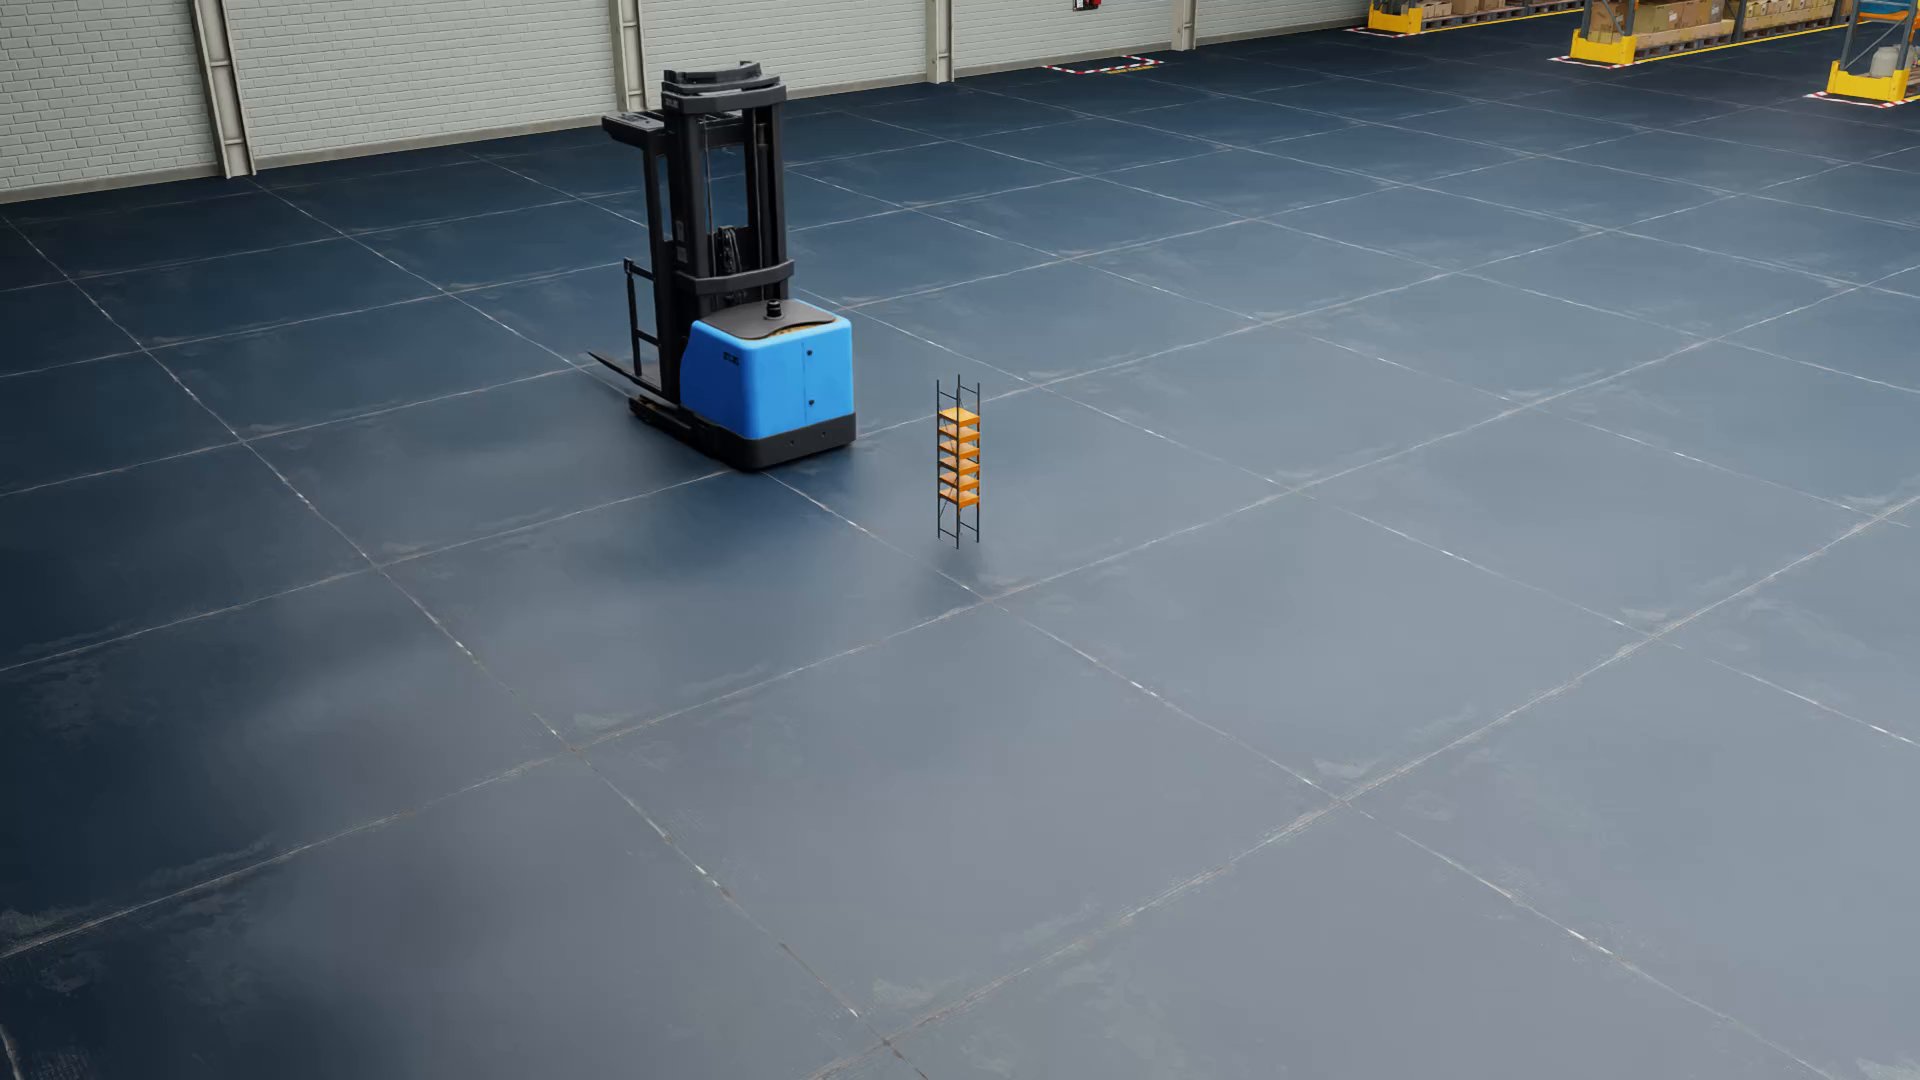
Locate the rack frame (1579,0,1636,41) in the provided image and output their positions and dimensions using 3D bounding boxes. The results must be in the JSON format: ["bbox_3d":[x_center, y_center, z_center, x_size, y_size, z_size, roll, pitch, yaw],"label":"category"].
[{"bbox_3d":[12.136,-10.445,30.820,0.127,3.000,1.000,-18,31,-34],"label":"rack frame"}]

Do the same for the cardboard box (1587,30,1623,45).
[{"bbox_3d":[12.376,-9.626,31.822,0.500,0.250,0.500,-18,31,-34],"label":"cardboard box"}]

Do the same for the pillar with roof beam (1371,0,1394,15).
[{"bbox_3d":[11.750,-13.849,31.027,0.400,9.000,9.100,-18,31,-34],"label":"pillar with roof beam"}]

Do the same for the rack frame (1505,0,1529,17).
[{"bbox_3d":[12.224,-13.124,36.593,0.127,3.000,1.000,-18,31,-34],"label":"rack frame"}]

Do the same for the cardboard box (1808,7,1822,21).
[{"bbox_3d":[17.765,-11.114,35.029,0.500,0.250,0.500,-19,31,-35],"label":"cardboard box"}]

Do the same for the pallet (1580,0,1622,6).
[{"bbox_3d":[14.756,-12.696,38.982,1.213,0.211,1.003,-18,31,-34],"label":"pallet"}]

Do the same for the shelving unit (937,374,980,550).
[{"bbox_3d":[-0.011,-0.540,11.617,0.189,1.200,0.258,-18,31,-34],"label":"shelving unit"}]

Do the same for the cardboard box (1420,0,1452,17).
[{"bbox_3d":[10.125,-11.363,35.470,0.500,0.311,0.500,-15,29,-30],"label":"cardboard box"}]

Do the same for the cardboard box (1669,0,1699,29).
[{"bbox_3d":[13.877,-10.183,32.132,0.500,0.500,0.500,-18,31,-34],"label":"cardboard box"}]

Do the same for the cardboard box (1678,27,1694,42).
[{"bbox_3d":[13.877,-9.843,32.290,0.500,0.250,0.500,-18,31,-34],"label":"cardboard box"}]

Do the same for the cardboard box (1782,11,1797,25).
[{"bbox_3d":[16.964,-10.850,34.460,0.500,0.250,0.500,-18,30,-33],"label":"cardboard box"}]

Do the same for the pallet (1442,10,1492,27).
[{"bbox_3d":[10.757,-11.355,36.092,1.213,0.211,1.003,-18,31,-34],"label":"pallet"}]

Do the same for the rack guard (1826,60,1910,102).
[{"bbox_3d":[15.221,-7.705,27.885,0.348,0.500,1.175,-18,31,-34],"label":"rack guard"}]

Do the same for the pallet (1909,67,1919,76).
[{"bbox_3d":[16.823,-8.098,29.076,1.213,0.211,1.003,-18,31,-34],"label":"pallet"}]

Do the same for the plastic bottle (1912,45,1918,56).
[{"bbox_3d":[16.817,-8.560,29.383,0.185,0.351,0.144,-17,30,-32],"label":"plastic bottle"}]

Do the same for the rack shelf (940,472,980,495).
[{"bbox_3d":[-0.011,-0.391,11.686,0.180,0.103,0.258,-18,31,-34],"label":"rack shelf"}]

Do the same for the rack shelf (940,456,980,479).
[{"bbox_3d":[-0.011,-0.500,11.635,0.180,0.103,0.258,-18,31,-34],"label":"rack shelf"}]

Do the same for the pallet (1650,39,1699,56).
[{"bbox_3d":[13.672,-9.708,32.544,1.213,0.211,1.003,-18,31,-34],"label":"pallet"}]

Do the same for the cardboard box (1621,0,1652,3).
[{"bbox_3d":[13.152,-10.231,32.236,0.500,0.500,0.500,-18,31,-34],"label":"cardboard box"}]

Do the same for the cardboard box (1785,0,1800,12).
[{"bbox_3d":[16.972,-11.106,34.346,0.500,0.311,0.500,-17,30,-33],"label":"cardboard box"}]

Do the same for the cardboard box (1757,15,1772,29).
[{"bbox_3d":[16.157,-10.583,33.884,0.500,0.250,0.500,-17,30,-33],"label":"cardboard box"}]

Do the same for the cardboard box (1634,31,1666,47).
[{"bbox_3d":[13.087,-9.585,31.735,0.500,0.250,0.500,-18,31,-34],"label":"cardboard box"}]

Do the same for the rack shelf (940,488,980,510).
[{"bbox_3d":[-0.011,-0.282,11.736,0.180,0.103,0.258,-18,31,-34],"label":"rack shelf"}]

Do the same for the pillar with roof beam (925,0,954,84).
[{"bbox_3d":[2.307,-10.731,24.311,0.400,9.000,9.100,-18,31,-34],"label":"pillar with roof beam"}]

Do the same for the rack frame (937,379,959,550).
[{"bbox_3d":[-0.083,-0.517,11.565,0.006,1.200,0.240,-18,31,-34],"label":"rack frame"}]

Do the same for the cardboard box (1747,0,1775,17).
[{"bbox_3d":[16.160,-10.835,33.761,0.500,0.311,0.500,-19,31,-35],"label":"cardboard box"}]

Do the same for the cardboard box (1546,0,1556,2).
[{"bbox_3d":[13.169,-12.538,37.775,0.500,0.500,0.700,-19,31,-35],"label":"cardboard box"}]

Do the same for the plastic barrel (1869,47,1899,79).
[{"bbox_3d":[15.661,-8.062,28.141,0.421,0.512,0.421,0,25,0],"label":"plastic barrel"}]

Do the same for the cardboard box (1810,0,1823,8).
[{"bbox_3d":[17.766,-11.366,34.906,0.500,0.311,0.500,-19,31,-35],"label":"cardboard box"}]

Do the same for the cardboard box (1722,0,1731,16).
[{"bbox_3d":[15.426,-10.882,33.863,0.500,0.311,0.500,-18,31,-34],"label":"cardboard box"}]

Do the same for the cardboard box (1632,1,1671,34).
[{"bbox_3d":[13.088,-9.925,31.575,0.500,0.500,0.500,-18,31,-34],"label":"cardboard box"}]

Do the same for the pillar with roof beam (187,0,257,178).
[{"bbox_3d":[-7.136,-7.614,17.594,0.400,9.000,9.100,-18,31,-34],"label":"pillar with roof beam"}]

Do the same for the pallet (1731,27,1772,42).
[{"bbox_3d":[15.840,-10.424,34.086,1.213,0.211,1.003,-18,31,-34],"label":"pallet"}]

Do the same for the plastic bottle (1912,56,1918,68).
[{"bbox_3d":[16.781,-8.412,29.240,0.097,0.201,0.097,0,25,0],"label":"plastic bottle"}]

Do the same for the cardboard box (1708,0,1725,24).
[{"bbox_3d":[14.653,-10.449,32.705,0.500,0.500,0.500,-18,31,-34],"label":"cardboard box"}]

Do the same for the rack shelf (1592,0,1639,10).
[{"bbox_3d":[13.710,-10.638,32.091,4.000,0.370,1.077,-18,31,-34],"label":"rack shelf"}]

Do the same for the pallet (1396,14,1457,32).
[{"bbox_3d":[9.797,-11.039,35.413,1.213,0.211,1.003,-18,31,-34],"label":"pallet"}]

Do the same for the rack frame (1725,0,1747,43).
[{"bbox_3d":[15.284,-11.484,33.059,0.127,3.000,1.000,-18,31,-34],"label":"rack frame"}]

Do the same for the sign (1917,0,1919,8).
[{"bbox_3d":[15.526,-8.745,26.829,0.005,0.325,0.100,-18,31,-34],"label":"sign"}]

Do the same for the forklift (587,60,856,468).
[{"bbox_3d":[-2.158,-2.434,13.640,1.130,2.935,3.031,-19,31,-35],"label":"forklift"}]

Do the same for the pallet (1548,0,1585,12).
[{"bbox_3d":[13.797,-12.381,38.303,1.213,0.211,1.003,-18,31,-34],"label":"pallet"}]

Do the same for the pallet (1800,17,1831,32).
[{"bbox_3d":[17.760,-11.057,35.452,1.213,0.211,1.003,-18,31,-34],"label":"pallet"}]

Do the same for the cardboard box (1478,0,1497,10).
[{"bbox_3d":[11.432,-11.907,36.417,0.500,0.500,0.500,-21,32,-38],"label":"cardboard box"}]

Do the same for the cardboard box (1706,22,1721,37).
[{"bbox_3d":[14.654,-10.108,32.861,0.500,0.250,0.500,-18,31,-34],"label":"cardboard box"}]

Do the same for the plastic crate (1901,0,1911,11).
[{"bbox_3d":[15.914,-9.132,28.167,0.408,0.251,0.499,-18,31,-34],"label":"plastic crate"}]
